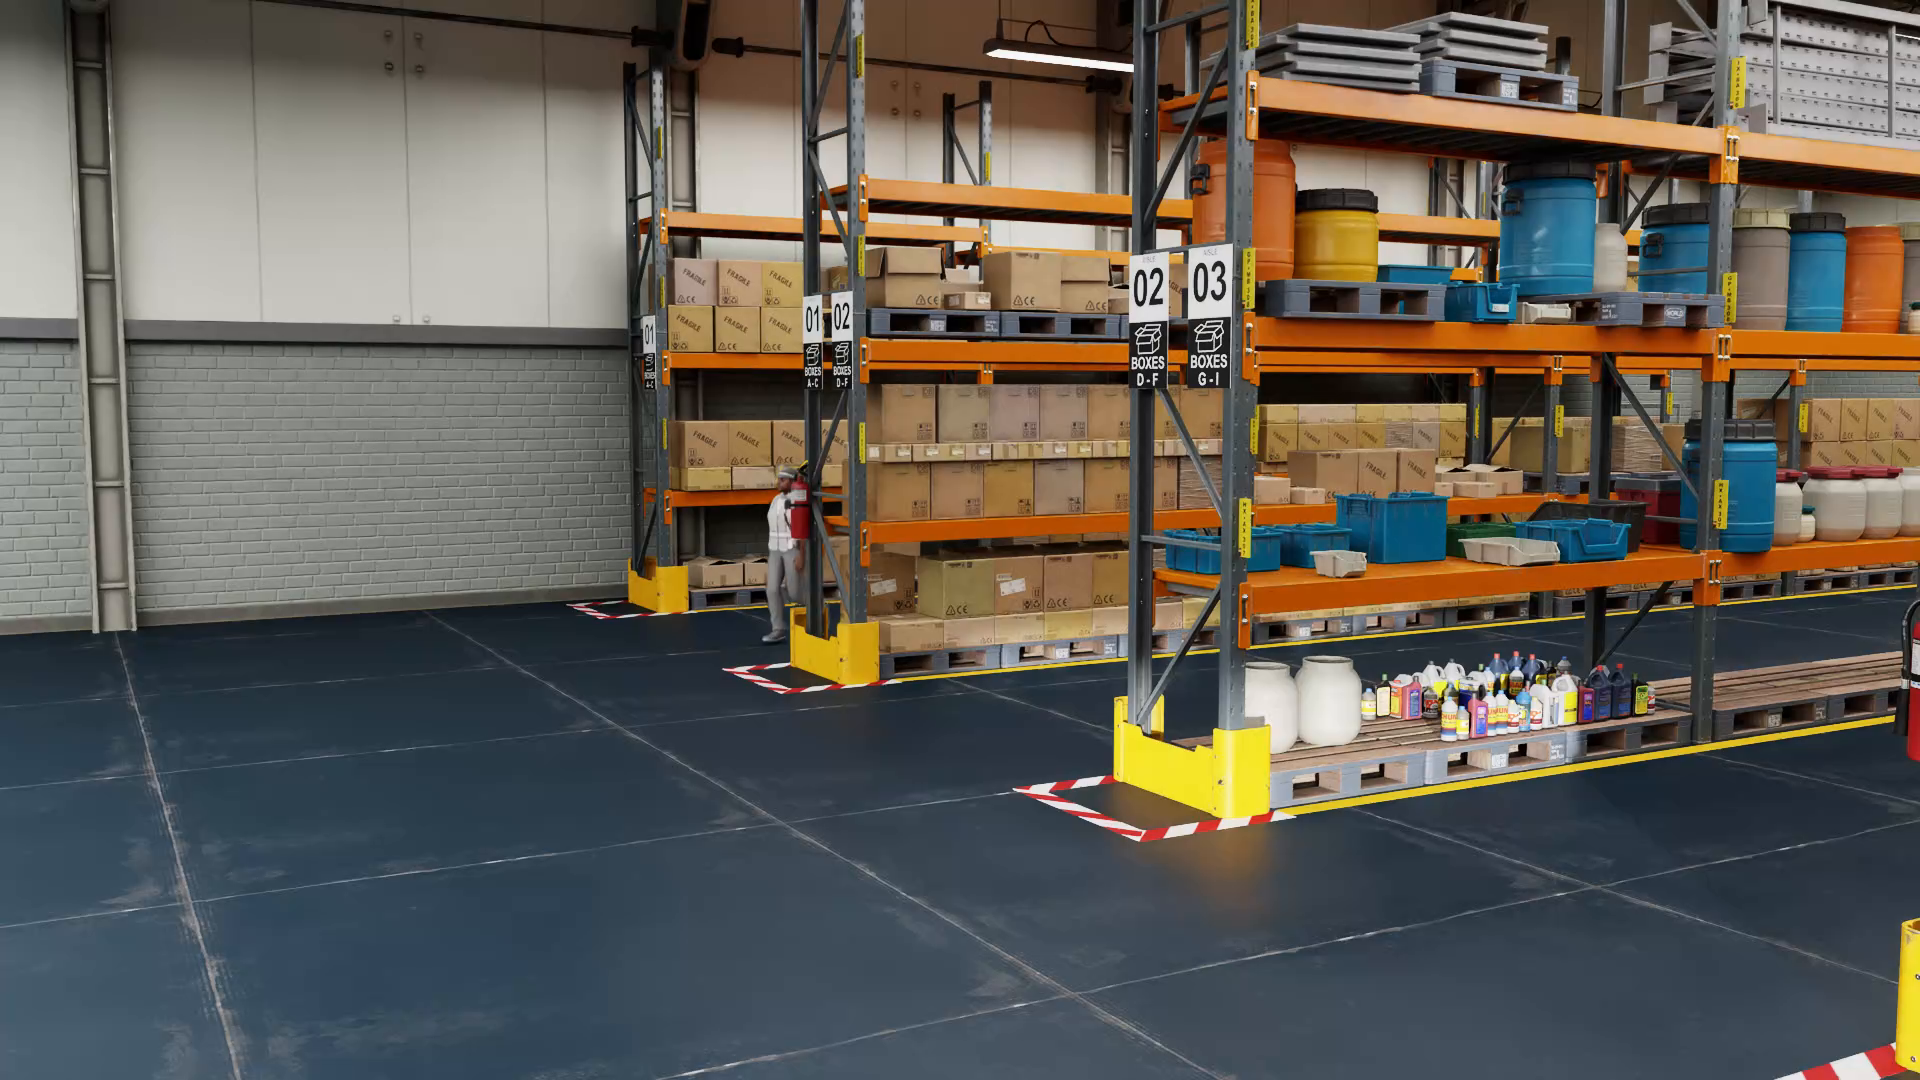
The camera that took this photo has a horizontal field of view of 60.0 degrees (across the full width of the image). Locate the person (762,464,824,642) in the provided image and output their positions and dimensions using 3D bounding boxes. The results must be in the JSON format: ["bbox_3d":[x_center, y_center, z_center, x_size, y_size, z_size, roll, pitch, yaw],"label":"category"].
[{"bbox_3d":[-1.617,0.112,15.857,0.449,1.671,0.671,4,6,35],"label":"person"}]
